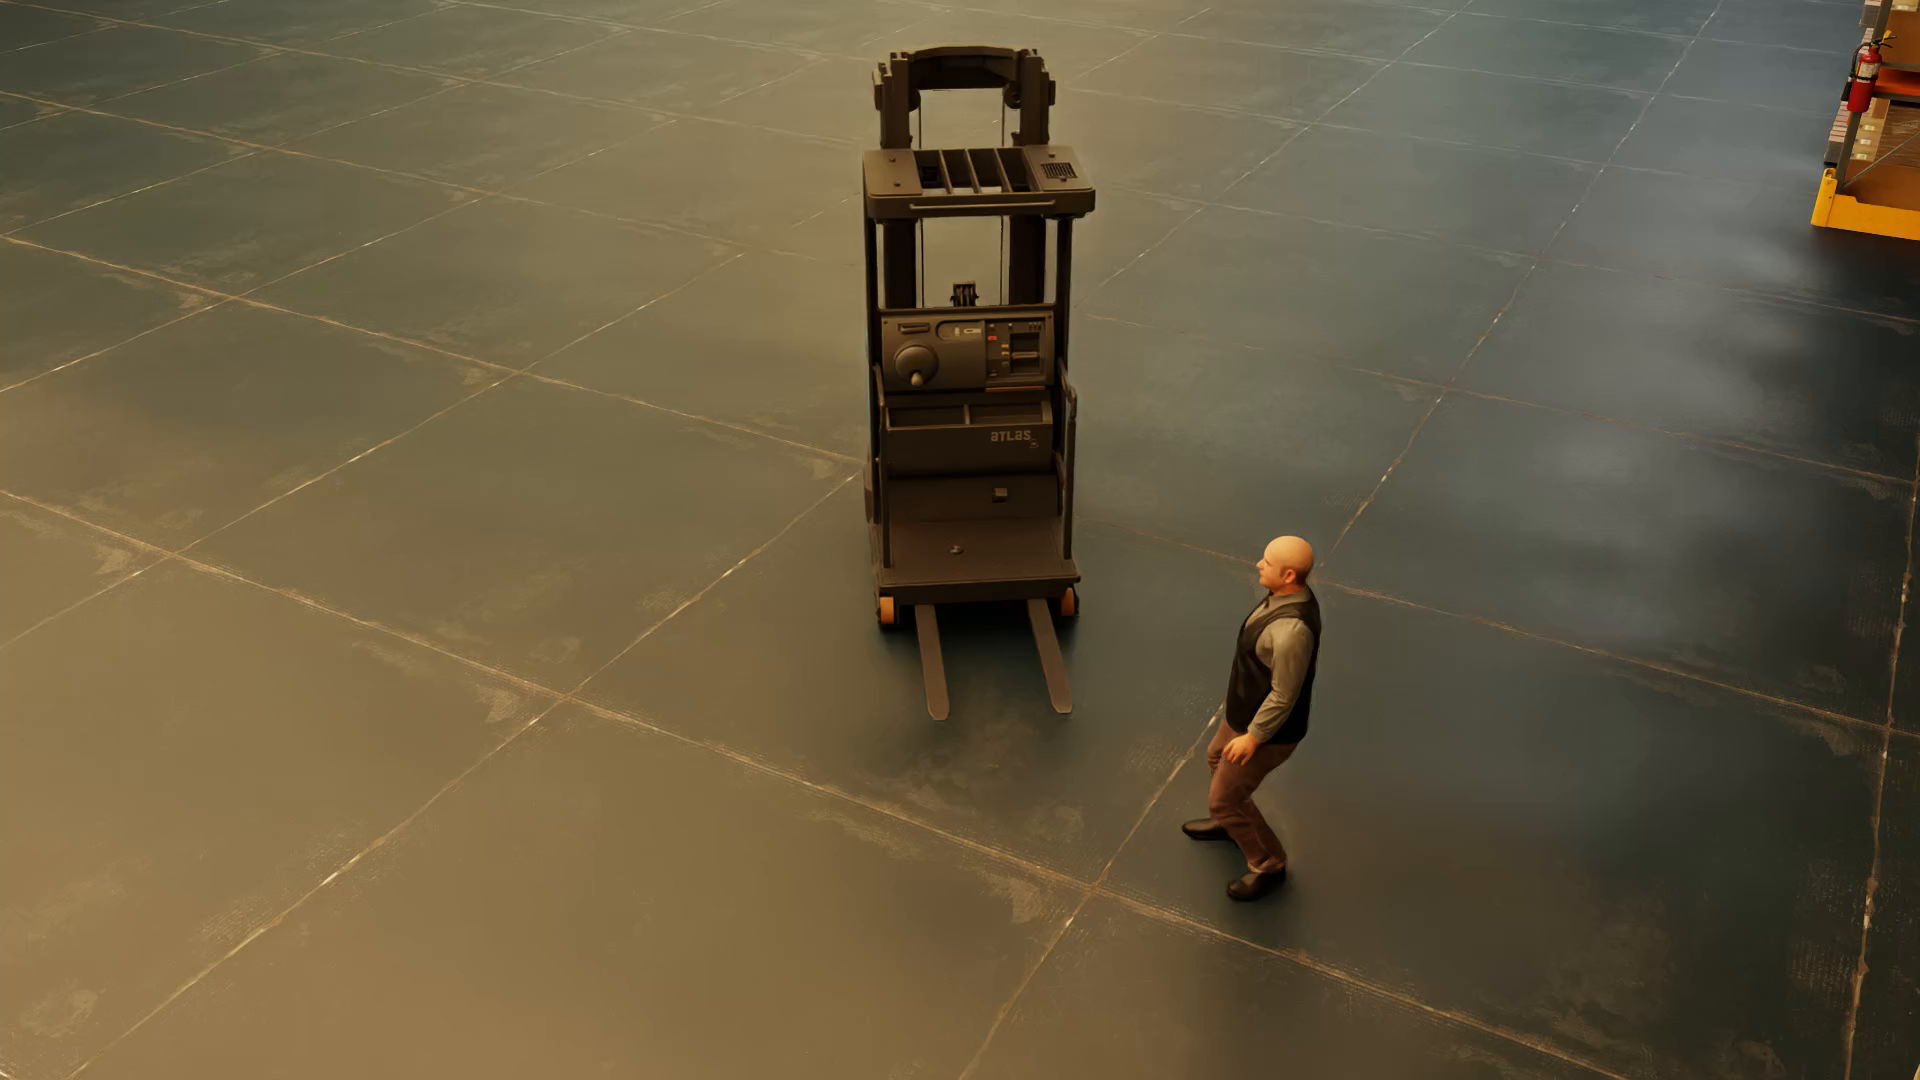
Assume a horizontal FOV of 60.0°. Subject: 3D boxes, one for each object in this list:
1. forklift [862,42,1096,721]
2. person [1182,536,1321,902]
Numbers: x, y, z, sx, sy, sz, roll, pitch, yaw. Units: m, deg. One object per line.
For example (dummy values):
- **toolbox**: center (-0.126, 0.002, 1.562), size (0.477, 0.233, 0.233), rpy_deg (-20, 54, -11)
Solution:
- **forklift**: center (0.067, -0.973, 8.756), size (1.130, 2.935, 3.031), rpy_deg (-3, 30, -5)
- **person**: center (1.239, 0.728, 7.092), size (0.495, 1.694, 0.689), rpy_deg (5, 30, 9)
